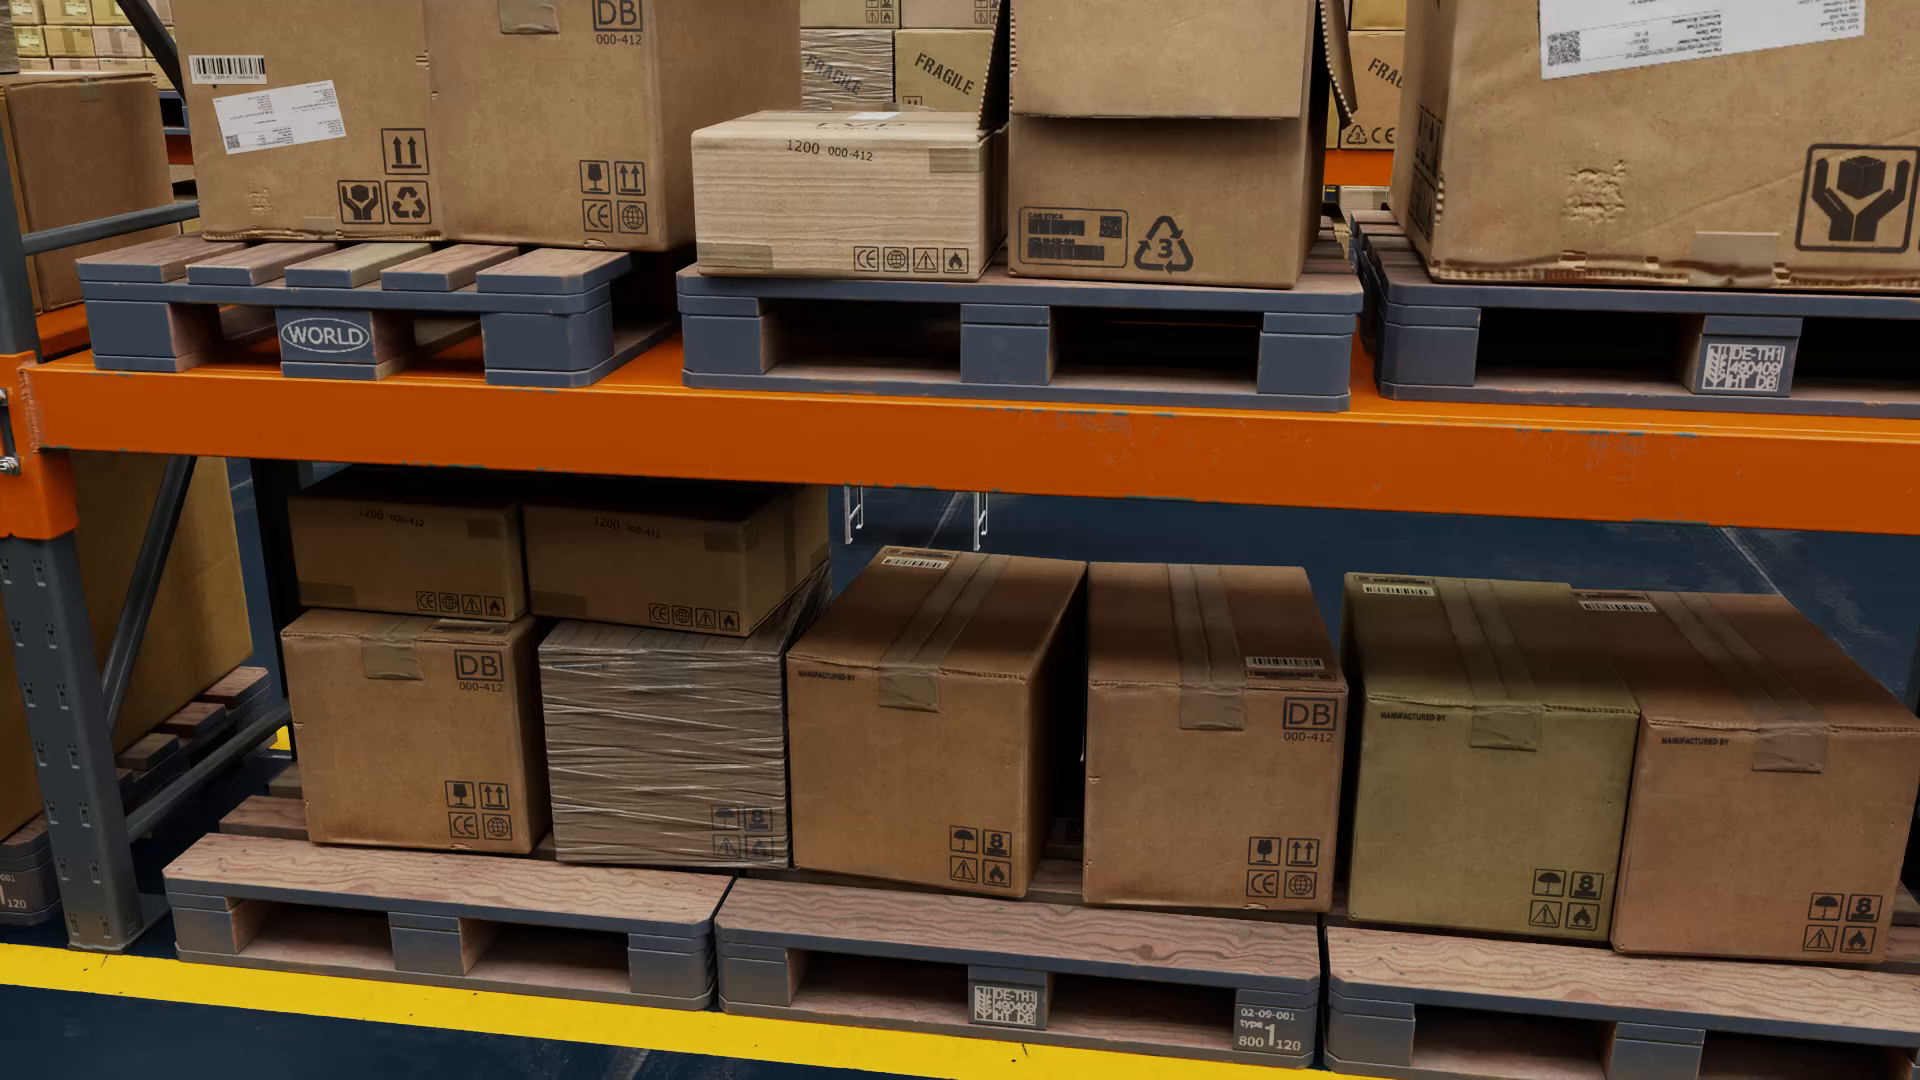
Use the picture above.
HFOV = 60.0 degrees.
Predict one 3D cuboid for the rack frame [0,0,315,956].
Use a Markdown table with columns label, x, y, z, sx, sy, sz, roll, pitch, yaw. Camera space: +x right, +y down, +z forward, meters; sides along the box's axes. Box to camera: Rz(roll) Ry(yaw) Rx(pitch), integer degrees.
| label | x | y | z | sx | sy | sz | roll | pitch | yaw |
| --- | --- | --- | --- | --- | --- | --- | --- | --- | --- |
| rack frame | -1.802 | -0.680 | 3.609 | 0.127 | 3.000 | 1.000 | 3 | 19 | 9 |

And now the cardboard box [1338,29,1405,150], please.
| label | x | y | z | sx | sy | sz | roll | pitch | yaw |
| --- | --- | --- | --- | --- | --- | --- | --- | --- | --- |
| cardboard box | 1.977 | -2.043 | 7.524 | 0.500 | 0.500 | 0.500 | 3 | 19 | 8 |

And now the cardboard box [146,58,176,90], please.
| label | x | y | z | sx | sy | sz | roll | pitch | yaw |
| --- | --- | --- | --- | --- | --- | --- | --- | --- | --- |
| cardboard box | -3.781 | -2.308 | 8.207 | 0.250 | 0.149 | 0.380 | 3 | 19 | 9 |

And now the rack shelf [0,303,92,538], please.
| label | x | y | z | sx | sy | sz | roll | pitch | yaw |
| --- | --- | --- | --- | --- | --- | --- | --- | --- | --- |
| rack shelf | -3.777 | -0.440 | 4.024 | 4.000 | 0.370 | 1.077 | 3 | 19 | 9 |

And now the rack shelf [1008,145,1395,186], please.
| label | x | y | z | sx | sy | sz | roll | pitch | yaw |
| --- | --- | --- | --- | --- | --- | --- | --- | --- | --- |
| rack shelf | 1.059 | -1.787 | 8.051 | 4.000 | 0.370 | 1.077 | 3 | 19 | 9 |

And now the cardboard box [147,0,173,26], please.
| label | x | y | z | sx | sy | sz | roll | pitch | yaw |
| --- | --- | --- | --- | --- | --- | --- | --- | --- | --- |
| cardboard box | -3.774 | -2.589 | 8.111 | 0.250 | 0.149 | 0.380 | 3 | 19 | 8 |

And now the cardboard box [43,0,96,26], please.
| label | x | y | z | sx | sy | sz | roll | pitch | yaw |
| --- | --- | --- | --- | --- | --- | --- | --- | --- | --- |
| cardboard box | -4.273 | -2.617 | 8.192 | 0.250 | 0.149 | 0.380 | 3 | 19 | 10 |

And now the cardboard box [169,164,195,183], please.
| label | x | y | z | sx | sy | sz | roll | pitch | yaw |
| --- | --- | --- | --- | --- | --- | --- | --- | --- | --- |
| cardboard box | -6.557 | -3.126 | 14.296 | 0.875 | 0.438 | 0.875 | 3 | 19 | 10 |

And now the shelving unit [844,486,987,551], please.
| label | x | y | z | sx | sy | sz | roll | pitch | yaw |
| --- | --- | --- | --- | --- | --- | --- | --- | --- | --- |
| shelving unit | -0.163 | -0.577 | 6.138 | 0.503 | 1.200 | 0.258 | 3 | 19 | 9 |

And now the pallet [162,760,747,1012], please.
| label | x | y | z | sx | sy | sz | roll | pitch | yaw |
| --- | --- | --- | --- | --- | --- | --- | --- | --- | --- |
| pallet | -1.031 | 0.682 | 3.932 | 1.213 | 0.211 | 1.003 | 3 | 19 | 9 |

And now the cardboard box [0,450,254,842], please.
| label | x | y | z | sx | sy | sz | roll | pitch | yaw |
| --- | --- | --- | --- | --- | --- | --- | --- | --- | --- |
| cardboard box | -2.480 | 0.087 | 4.003 | 0.875 | 0.875 | 1.225 | 2 | 19 | 6 |

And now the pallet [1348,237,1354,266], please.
| label | x | y | z | sx | sy | sz | roll | pitch | yaw |
| --- | --- | --- | --- | --- | --- | --- | --- | --- | --- |
| pallet | 2.950 | -2.300 | 12.844 | 1.213 | 0.211 | 1.003 | 3 | 19 | 9 |

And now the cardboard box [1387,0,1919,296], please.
| label | x | y | z | sx | sy | sz | roll | pitch | yaw |
| --- | --- | --- | --- | --- | --- | --- | --- | --- | --- |
| cardboard box | 1.385 | -1.046 | 3.096 | 1.000 | 1.000 | 1.000 | 3 | 19 | 9 |

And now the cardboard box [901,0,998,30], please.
| label | x | y | z | sx | sy | sz | roll | pitch | yaw |
| --- | --- | --- | --- | --- | --- | --- | --- | --- | --- |
| cardboard box | 0.026 | -2.700 | 7.912 | 0.500 | 0.500 | 0.700 | 3 | 19 | 8 |

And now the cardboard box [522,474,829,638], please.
| label | x | y | z | sx | sy | sz | roll | pitch | yaw |
| --- | --- | --- | --- | --- | --- | --- | --- | --- | --- |
| cardboard box | -0.611 | -0.011 | 3.674 | 0.500 | 0.250 | 0.500 | 5 | 19 | 15 |

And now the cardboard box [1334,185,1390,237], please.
| label | x | y | z | sx | sy | sz | roll | pitch | yaw |
| --- | --- | --- | --- | --- | --- | --- | --- | --- | --- |
| cardboard box | 3.201 | -2.562 | 12.713 | 0.625 | 0.372 | 0.950 | 3 | 19 | 9 |

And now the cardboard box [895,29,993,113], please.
| label | x | y | z | sx | sy | sz | roll | pitch | yaw |
| --- | --- | --- | --- | --- | --- | --- | --- | --- | --- |
| cardboard box | -0.013 | -2.145 | 7.828 | 0.500 | 0.500 | 0.500 | 3 | 19 | 8 |

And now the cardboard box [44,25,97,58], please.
| label | x | y | z | sx | sy | sz | roll | pitch | yaw |
| --- | --- | --- | --- | --- | --- | --- | --- | --- | --- |
| cardboard box | -4.293 | -2.475 | 8.238 | 0.250 | 0.149 | 0.380 | 3 | 19 | 8 |

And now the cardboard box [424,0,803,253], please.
| label | x | y | z | sx | sy | sz | roll | pitch | yaw |
| --- | --- | --- | --- | --- | --- | --- | --- | --- | --- |
| cardboard box | -0.696 | -0.915 | 3.492 | 0.500 | 0.500 | 0.700 | 6 | 19 | 17 |

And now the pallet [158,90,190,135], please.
| label | x | y | z | sx | sy | sz | roll | pitch | yaw |
| --- | --- | --- | --- | --- | --- | --- | --- | --- | --- |
| pallet | -4.134 | -2.255 | 8.619 | 1.213 | 0.211 | 1.003 | 3 | 19 | 9 |

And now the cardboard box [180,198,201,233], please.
| label | x | y | z | sx | sy | sz | roll | pitch | yaw |
| --- | --- | --- | --- | --- | --- | --- | --- | --- | --- |
| cardboard box | -3.651 | -1.654 | 8.614 | 0.500 | 0.250 | 0.500 | 3 | 19 | 10 |

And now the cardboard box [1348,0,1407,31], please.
| label | x | y | z | sx | sy | sz | roll | pitch | yaw |
| --- | --- | --- | --- | --- | --- | --- | --- | --- | --- |
| cardboard box | 2.034 | -2.598 | 7.606 | 0.500 | 0.500 | 0.700 | 3 | 19 | 8 |

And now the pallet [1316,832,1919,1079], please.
| label | x | y | z | sx | sy | sz | roll | pitch | yaw |
| --- | --- | --- | --- | --- | --- | --- | --- | --- | --- |
| pallet | 1.378 | 0.805 | 3.565 | 1.213 | 0.211 | 1.003 | 3 | 19 | 9 |

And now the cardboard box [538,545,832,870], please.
| label | x | y | z | sx | sy | sz | roll | pitch | yaw |
| --- | --- | --- | --- | --- | --- | --- | --- | --- | --- |
| cardboard box | -0.588 | 0.348 | 3.782 | 0.500 | 0.500 | 0.700 | 1 | 19 | 4 |

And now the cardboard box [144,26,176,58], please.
| label | x | y | z | sx | sy | sz | roll | pitch | yaw |
| --- | --- | --- | --- | --- | --- | --- | --- | --- | --- |
| cardboard box | -3.781 | -2.449 | 8.161 | 0.250 | 0.149 | 0.380 | 2 | 19 | 6 |

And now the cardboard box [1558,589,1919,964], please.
| label | x | y | z | sx | sy | sz | roll | pitch | yaw |
| --- | --- | --- | --- | --- | --- | --- | --- | --- | --- |
| cardboard box | 1.544 | 0.460 | 3.447 | 0.500 | 0.500 | 0.700 | 1 | 19 | 4 |

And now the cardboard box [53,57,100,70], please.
| label | x | y | z | sx | sy | sz | roll | pitch | yaw |
| --- | --- | --- | --- | --- | --- | --- | --- | --- | --- |
| cardboard box | -4.274 | -2.334 | 8.287 | 0.250 | 0.149 | 0.380 | 3 | 19 | 10 |

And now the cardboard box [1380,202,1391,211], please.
| label | x | y | z | sx | sy | sz | roll | pitch | yaw |
| --- | --- | --- | --- | --- | --- | --- | --- | --- | --- |
| cardboard box | 2.406 | -1.163 | 7.936 | 0.750 | 0.750 | 1.050 | 3 | 19 | 8 |

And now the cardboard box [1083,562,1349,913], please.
| label | x | y | z | sx | sy | sz | roll | pitch | yaw |
| --- | --- | --- | --- | --- | --- | --- | --- | --- | --- |
| cardboard box | 0.524 | 0.402 | 3.620 | 0.500 | 0.500 | 0.700 | 1 | 19 | 4 |

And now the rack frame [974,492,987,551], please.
| label | x | y | z | sx | sy | sz | roll | pitch | yaw |
| --- | --- | --- | --- | --- | --- | --- | --- | --- | --- |
| rack frame | 0.077 | -0.565 | 6.101 | 0.015 | 1.200 | 0.240 | 3 | 19 | 9 |

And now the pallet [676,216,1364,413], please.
| label | x | y | z | sx | sy | sz | roll | pitch | yaw |
| --- | --- | --- | --- | --- | --- | --- | --- | --- | --- |
| pallet | 0.159 | -0.502 | 3.380 | 1.213 | 0.211 | 1.003 | 3 | 19 | 9 |

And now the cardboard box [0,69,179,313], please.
| label | x | y | z | sx | sy | sz | roll | pitch | yaw |
| --- | --- | --- | --- | --- | --- | --- | --- | --- | --- |
| cardboard box | -2.239 | -0.837 | 3.921 | 0.500 | 0.500 | 0.500 | 3 | 19 | 10 |

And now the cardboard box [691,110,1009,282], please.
| label | x | y | z | sx | sy | sz | roll | pitch | yaw |
| --- | --- | --- | --- | --- | --- | --- | --- | --- | --- |
| cardboard box | -0.184 | -0.652 | 3.099 | 0.500 | 0.250 | 0.500 | 2 | 19 | 7 |
